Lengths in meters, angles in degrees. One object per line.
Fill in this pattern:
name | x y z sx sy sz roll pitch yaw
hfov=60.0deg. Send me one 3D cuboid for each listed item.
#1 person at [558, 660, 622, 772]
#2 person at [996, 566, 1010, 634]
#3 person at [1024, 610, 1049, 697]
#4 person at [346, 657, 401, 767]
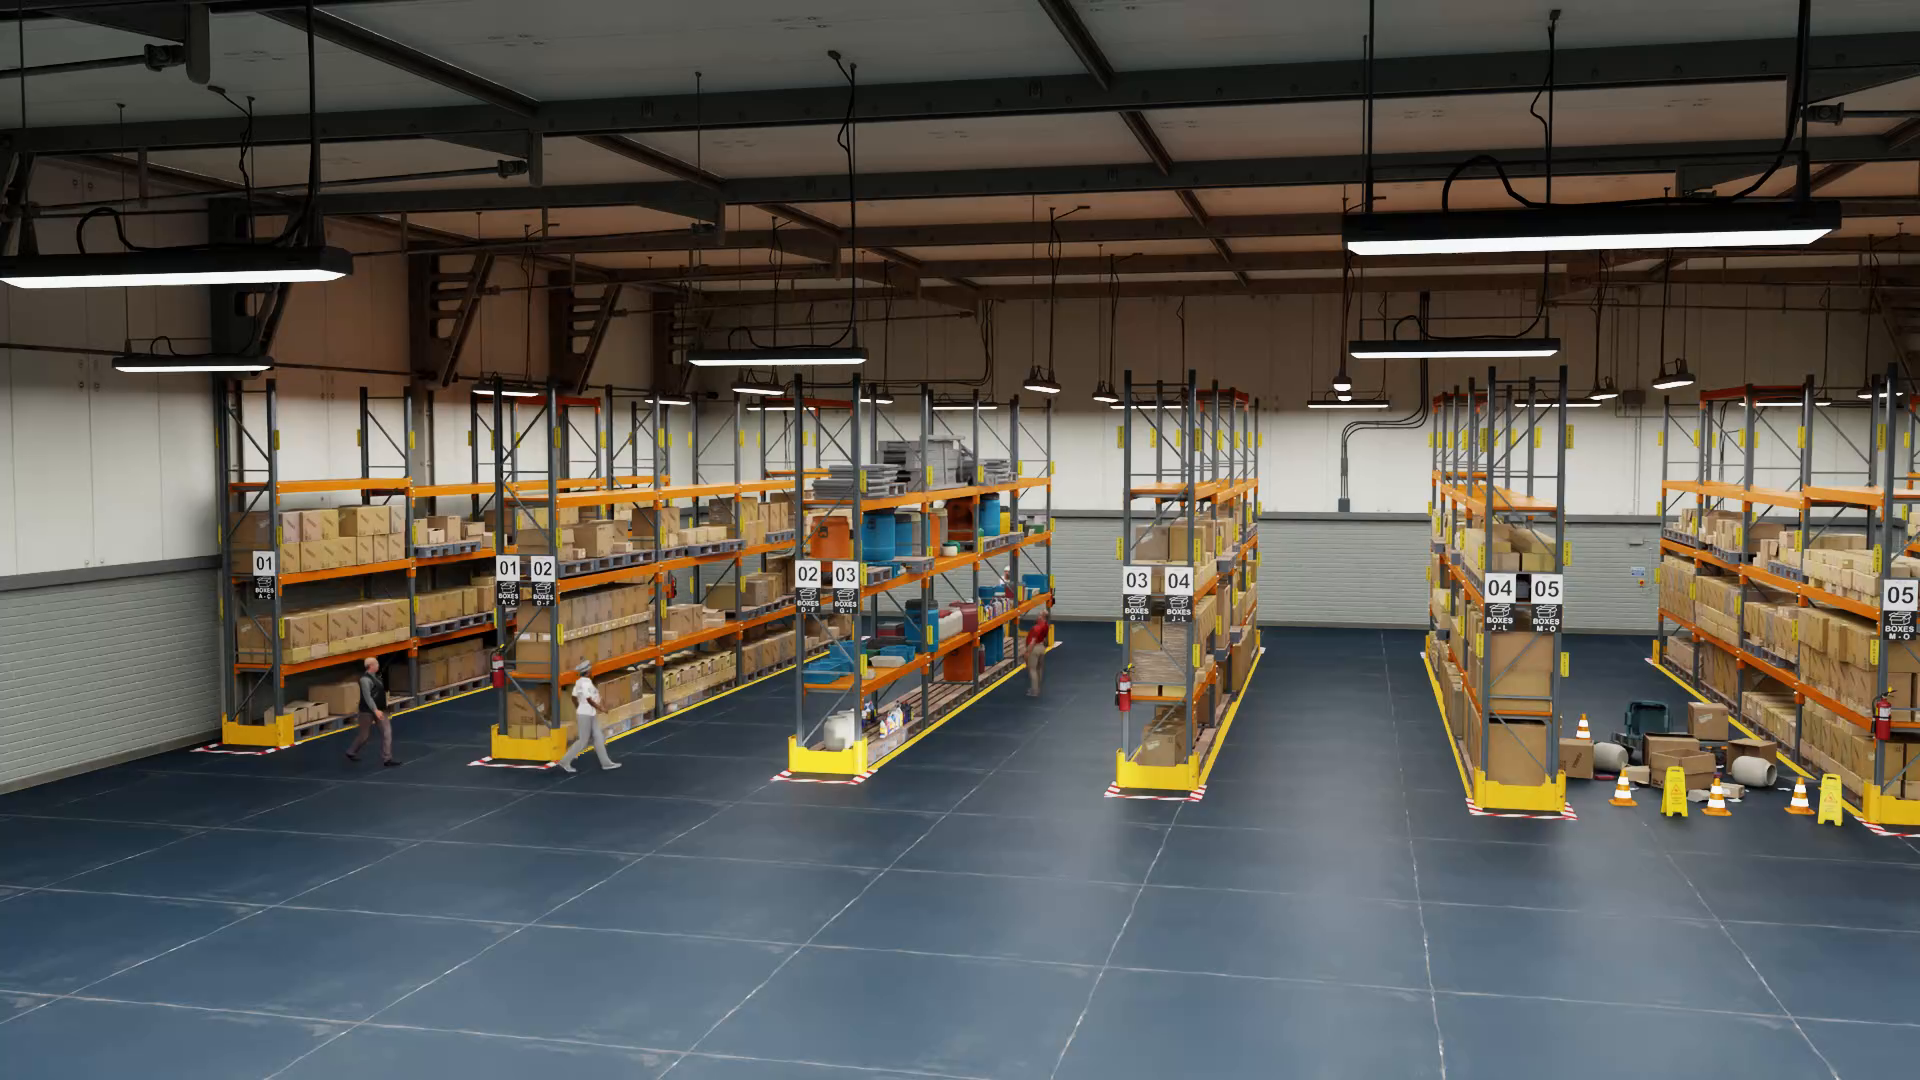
person | -5.580 2.650 25.064 0.915 1.648 0.513 0 3 -6
person | 1.206 1.595 43.123 0.666 1.849 0.736 1 4 15
person | 1.425 2.201 32.564 0.643 1.689 0.590 3 4 37
person | -9.024 2.634 25.494 0.947 1.688 0.477 2 4 31
